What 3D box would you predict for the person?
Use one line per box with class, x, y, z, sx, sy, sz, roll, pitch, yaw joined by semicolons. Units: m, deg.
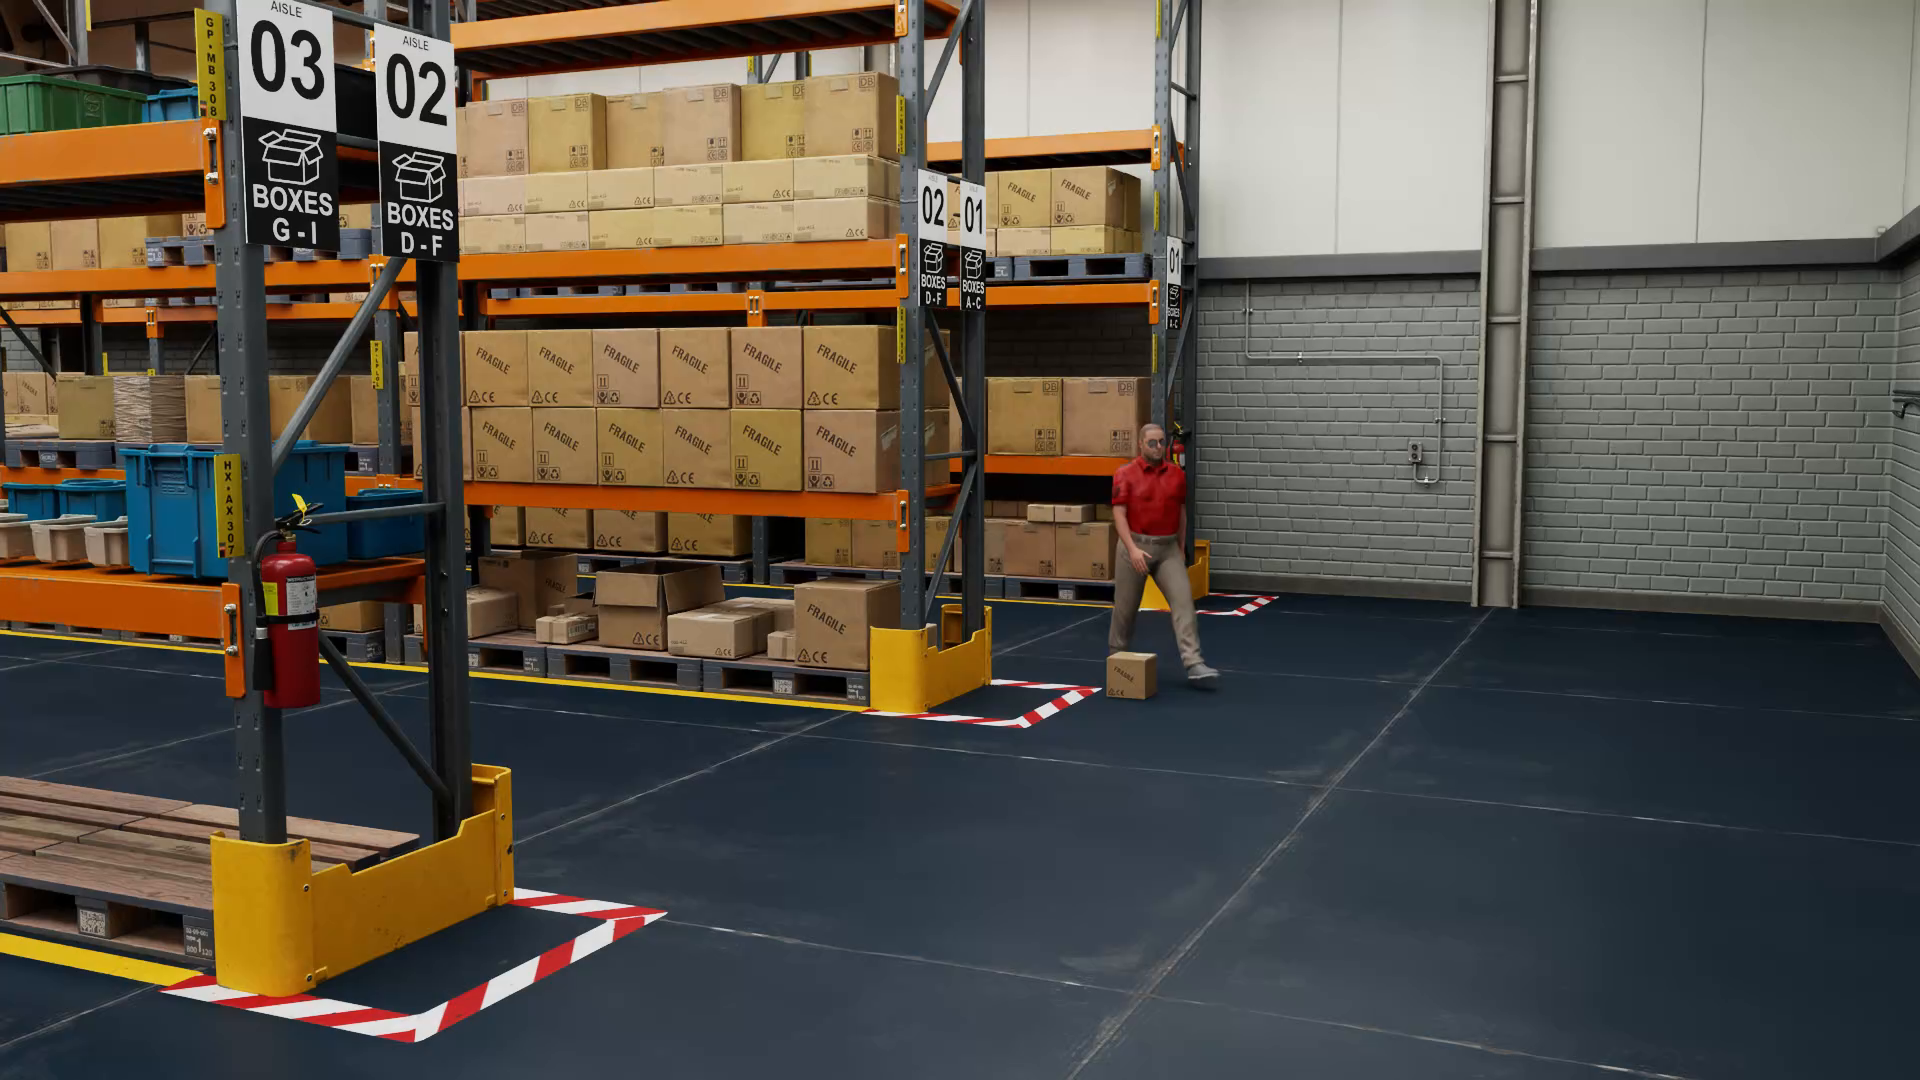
person;1.284;0.080;10.846;0.579;1.674;1.007;-1;6;-12
